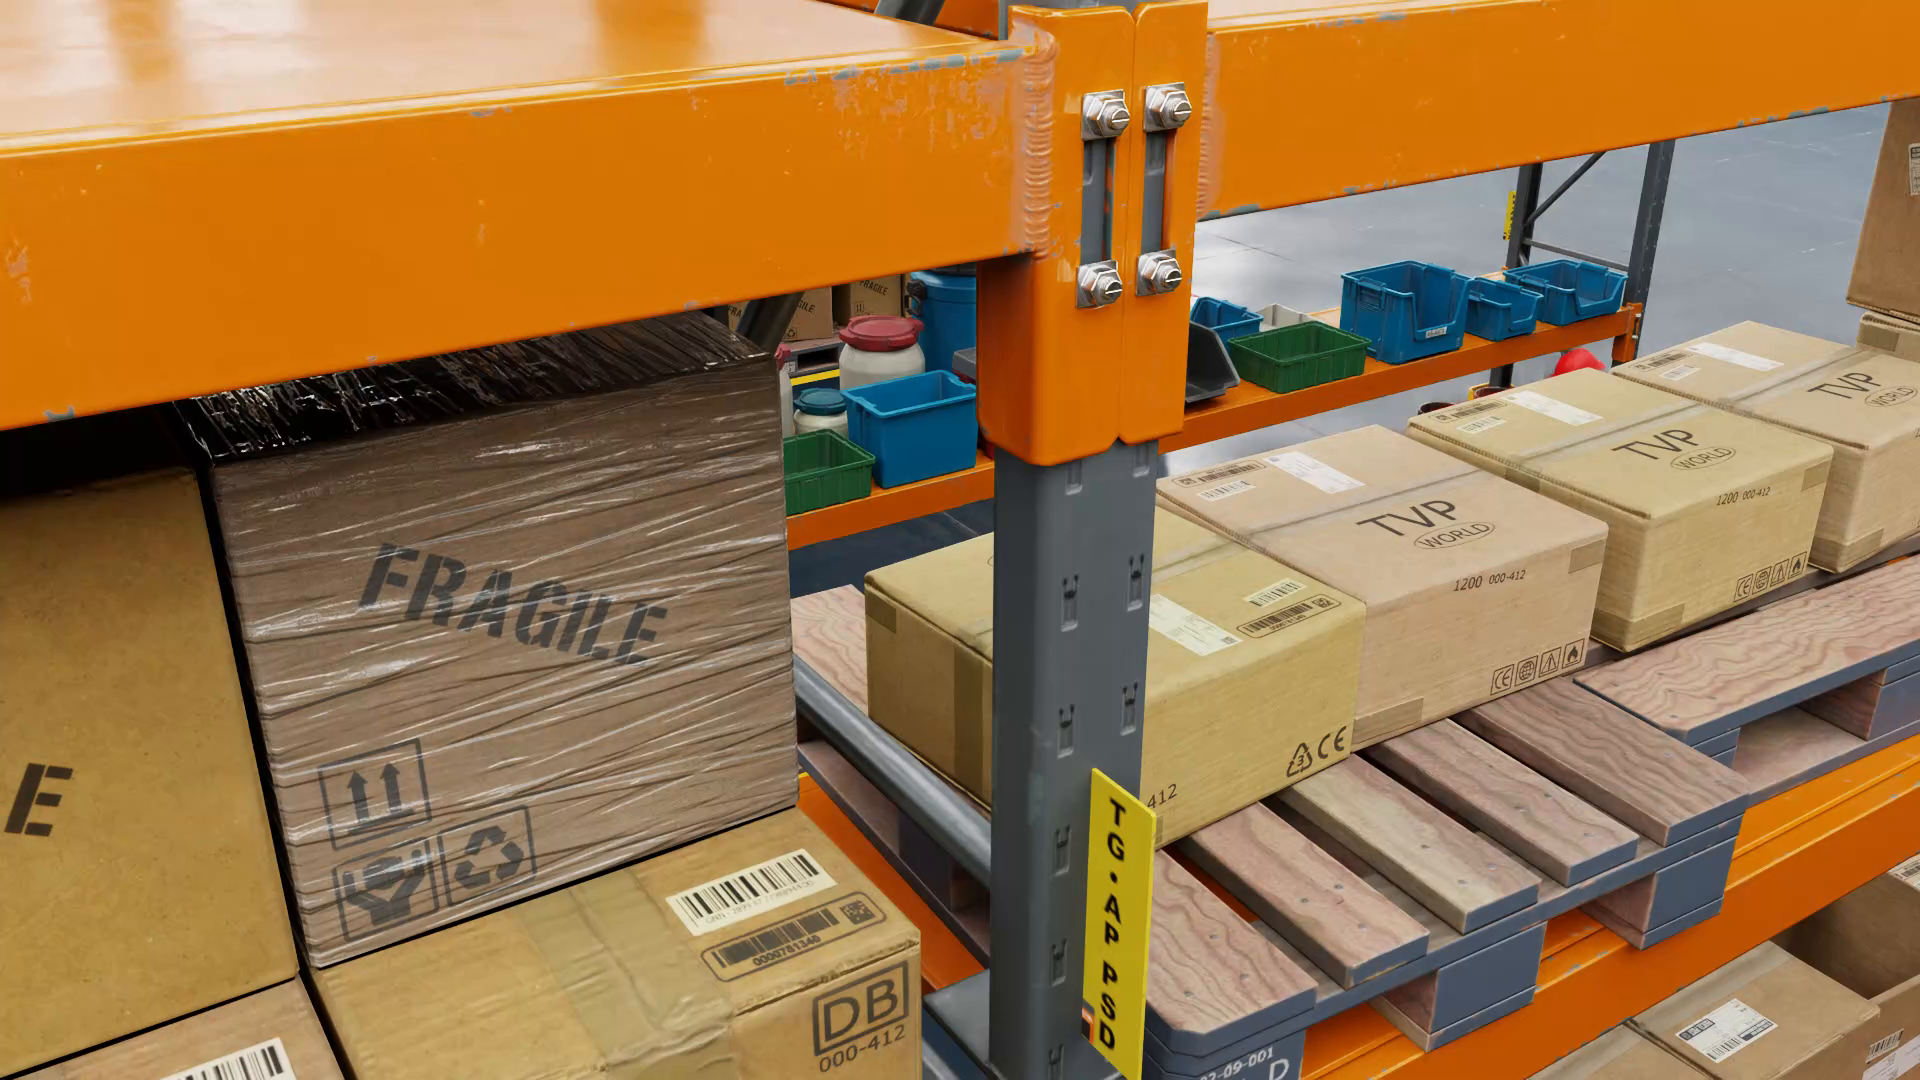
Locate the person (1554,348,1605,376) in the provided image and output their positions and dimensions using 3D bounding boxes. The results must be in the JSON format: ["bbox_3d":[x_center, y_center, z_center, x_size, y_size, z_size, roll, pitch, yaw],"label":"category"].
[{"bbox_3d":[3.030,-0.139,8.366,1.069,1.724,0.559,-12,27,-24],"label":"person"}]
